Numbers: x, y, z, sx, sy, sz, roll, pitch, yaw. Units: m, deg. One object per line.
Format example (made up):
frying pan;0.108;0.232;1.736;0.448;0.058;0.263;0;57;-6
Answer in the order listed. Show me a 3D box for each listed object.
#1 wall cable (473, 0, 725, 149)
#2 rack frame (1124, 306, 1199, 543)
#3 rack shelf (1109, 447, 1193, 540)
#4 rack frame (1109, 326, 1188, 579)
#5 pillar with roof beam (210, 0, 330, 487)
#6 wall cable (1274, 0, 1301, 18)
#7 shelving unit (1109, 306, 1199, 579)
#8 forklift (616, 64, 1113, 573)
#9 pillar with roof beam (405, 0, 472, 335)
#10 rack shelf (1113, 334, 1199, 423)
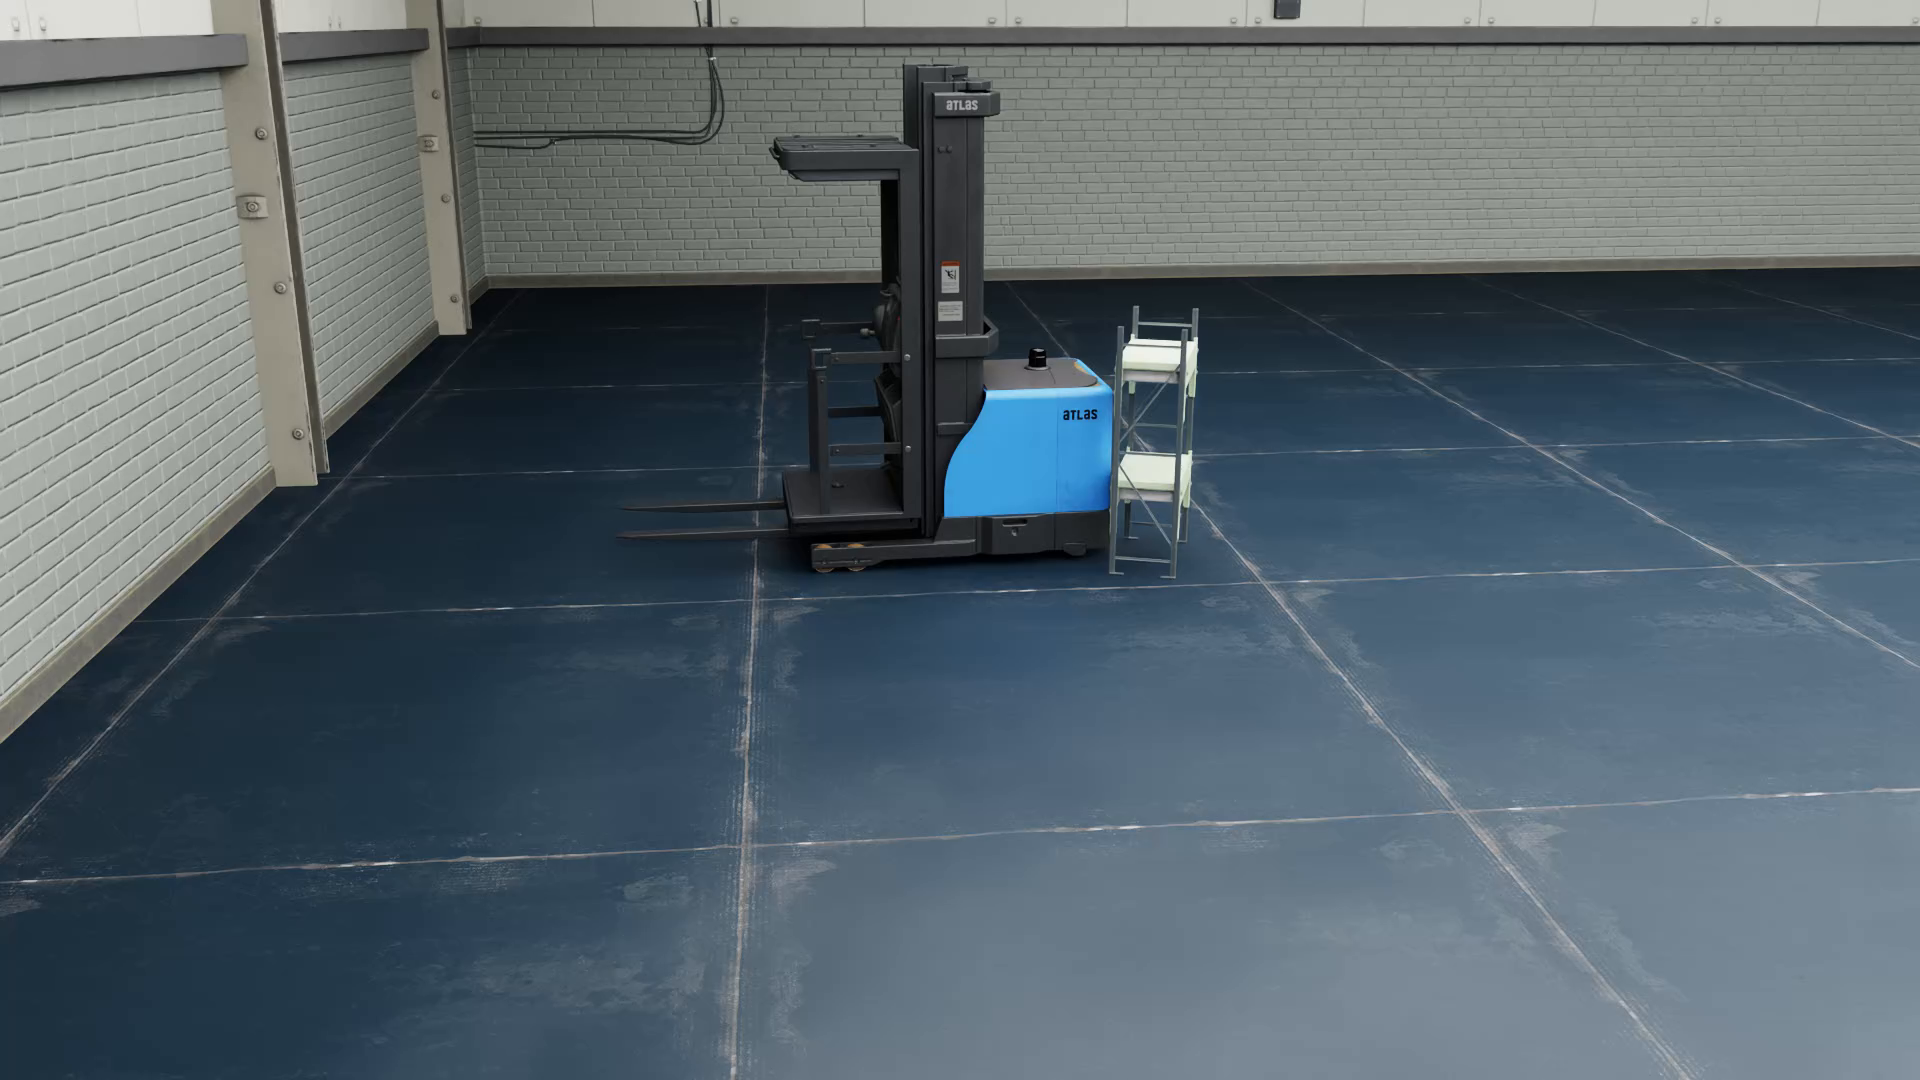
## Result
wall cable;-4.401;-5.963;19.833;3.097;2.526;0.112;-2;18;-6
rack frame;1.258;-0.713;10.437;0.400;1.500;0.023;4;18;12
rack shelf;1.175;-0.295;10.195;0.431;0.370;0.720;4;18;12
rack frame;1.098;-0.499;9.756;0.400;1.500;0.023;4;18;12
pillar with roof beam;-0.511;-4.872;11.171;9.100;9.000;0.400;-2;18;-6
wall cable;5.044;-9.356;19.777;2.305;6.003;0.169;-2;18;-6
shelving unit;1.178;-0.606;10.097;0.431;1.500;0.755;4;18;12
forklift;-0.620;-1.371;10.150;3.031;2.935;1.130;-3;18;-8
pillar with roof beam;-1.130;-6.659;16.865;9.100;9.000;0.400;-2;18;-6
rack shelf;1.181;-0.978;9.979;0.431;0.370;0.720;4;18;12
